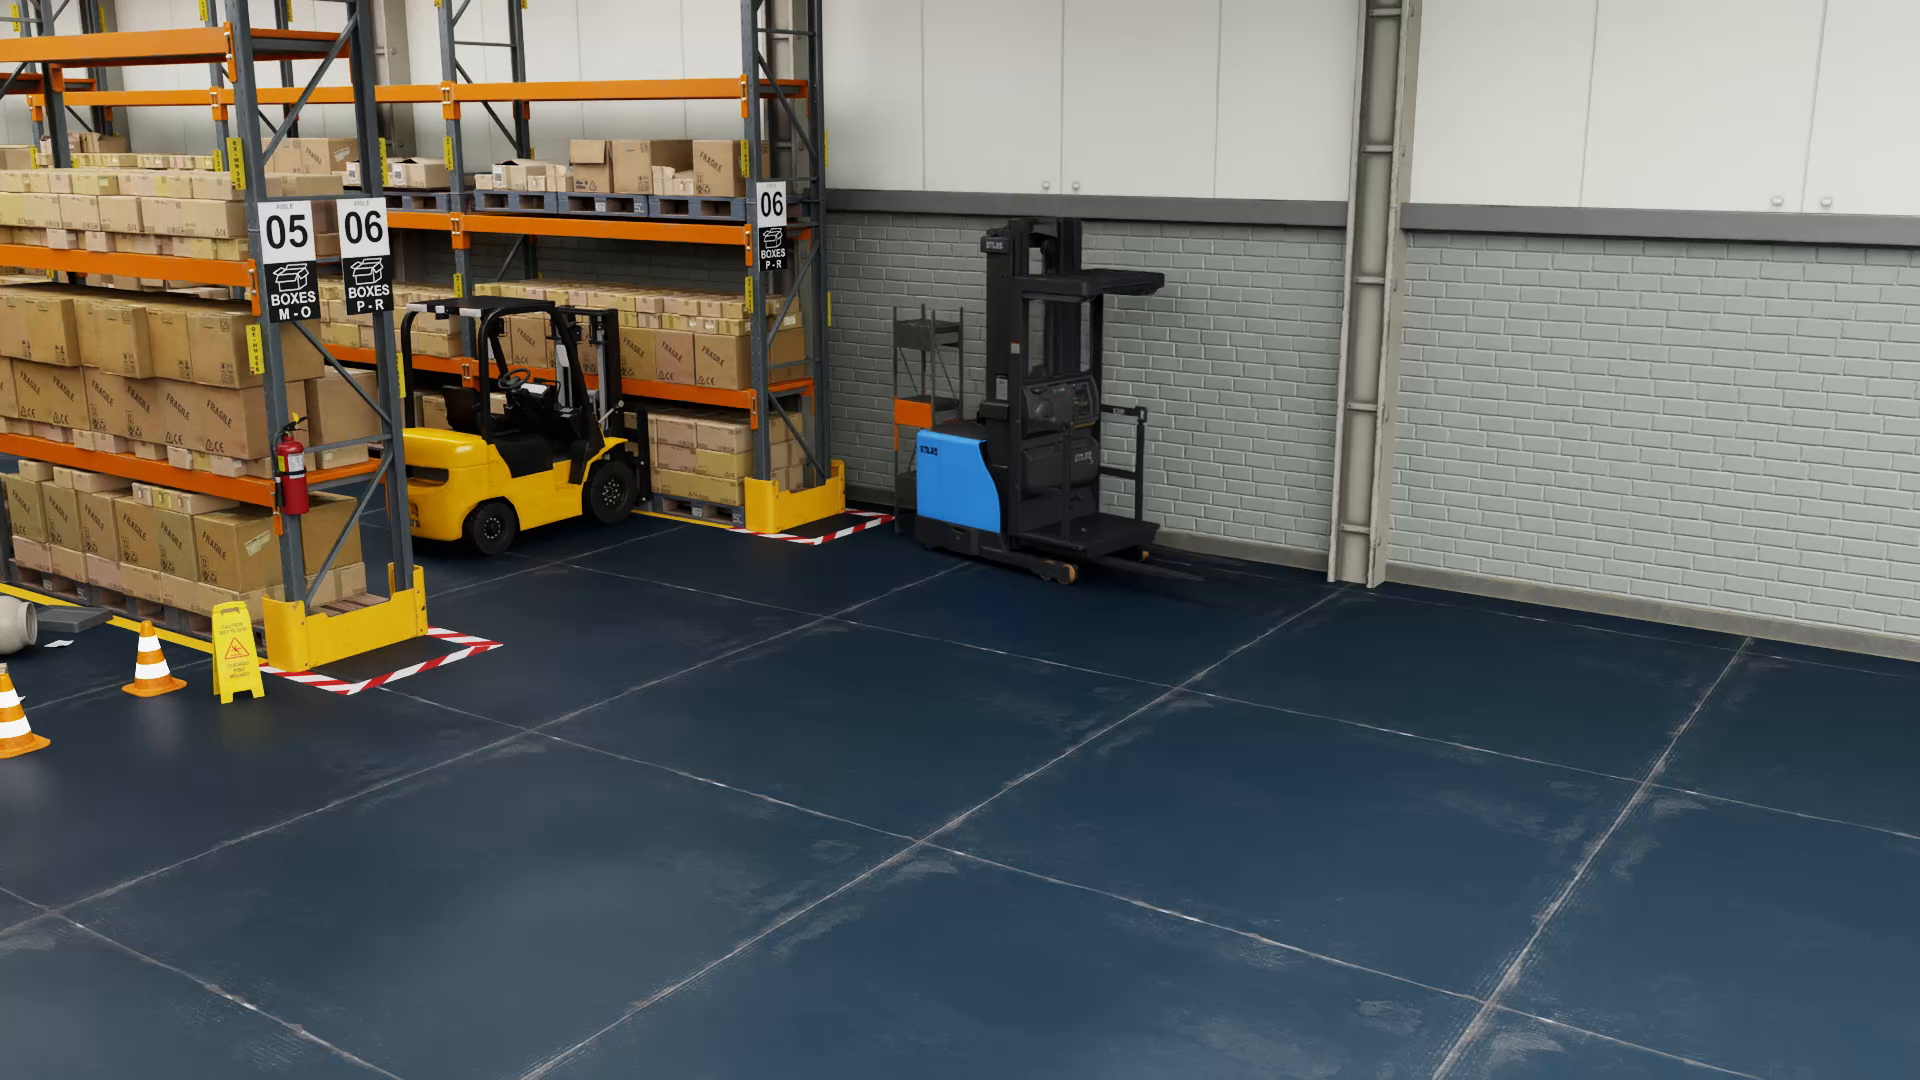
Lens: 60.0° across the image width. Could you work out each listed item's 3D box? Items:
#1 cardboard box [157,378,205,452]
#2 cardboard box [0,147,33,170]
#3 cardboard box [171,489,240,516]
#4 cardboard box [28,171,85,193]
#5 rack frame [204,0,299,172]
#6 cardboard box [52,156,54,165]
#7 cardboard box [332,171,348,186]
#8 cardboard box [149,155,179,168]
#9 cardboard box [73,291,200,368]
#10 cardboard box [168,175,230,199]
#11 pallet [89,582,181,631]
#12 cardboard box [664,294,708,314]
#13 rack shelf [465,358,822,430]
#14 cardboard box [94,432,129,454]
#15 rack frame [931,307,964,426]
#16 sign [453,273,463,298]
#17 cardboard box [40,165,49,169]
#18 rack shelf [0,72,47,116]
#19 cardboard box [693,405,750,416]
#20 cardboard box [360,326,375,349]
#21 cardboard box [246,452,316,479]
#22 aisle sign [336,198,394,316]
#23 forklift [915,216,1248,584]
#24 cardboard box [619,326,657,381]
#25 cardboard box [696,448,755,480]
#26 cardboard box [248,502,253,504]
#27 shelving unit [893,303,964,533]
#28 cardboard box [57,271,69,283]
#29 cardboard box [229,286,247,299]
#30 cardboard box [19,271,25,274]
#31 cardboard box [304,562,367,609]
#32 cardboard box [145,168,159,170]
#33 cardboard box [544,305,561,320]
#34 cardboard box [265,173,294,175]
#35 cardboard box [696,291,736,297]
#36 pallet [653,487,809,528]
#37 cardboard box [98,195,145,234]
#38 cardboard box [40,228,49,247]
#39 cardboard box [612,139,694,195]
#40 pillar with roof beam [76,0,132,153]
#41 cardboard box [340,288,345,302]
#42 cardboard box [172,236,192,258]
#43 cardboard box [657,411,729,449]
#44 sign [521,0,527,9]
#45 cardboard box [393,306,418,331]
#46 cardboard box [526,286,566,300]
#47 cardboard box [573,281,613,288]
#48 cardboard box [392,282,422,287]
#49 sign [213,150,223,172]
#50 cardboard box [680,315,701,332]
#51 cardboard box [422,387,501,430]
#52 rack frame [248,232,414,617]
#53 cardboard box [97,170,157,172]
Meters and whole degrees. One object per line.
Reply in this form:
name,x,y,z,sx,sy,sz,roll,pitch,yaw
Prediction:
cardboard box,-5.377,-0.939,11.973,0.500,0.500,0.500,9,17,33
cardboard box,-8.360,-3.249,14.289,0.500,0.250,0.500,9,16,32
cardboard box,-5.513,-0.299,12.154,0.250,0.149,0.380,10,17,34
cardboard box,-6.717,-2.680,12.456,0.250,0.149,0.380,9,16,31
rack frame,-8.231,-5.635,19.287,0.127,3.000,1.000,9,17,33
cardboard box,-11.286,-4.841,21.144,0.250,0.149,0.380,10,17,34
cardboard box,-6.634,-3.963,18.217,0.250,0.149,0.380,9,16,32
cardboard box,-9.548,-4.572,20.098,0.250,0.149,0.380,9,16,32
cardboard box,-6.139,-1.575,12.462,0.500,0.500,0.700,9,17,32
cardboard box,-5.220,-2.440,11.487,0.250,0.149,0.380,9,16,32
pallet,-6.086,0.404,13.180,1.213,0.211,1.003,9,17,33
cardboard box,-2.627,-2.269,15.996,0.250,0.149,0.380,9,17,33
rack shelf,-3.253,-1.569,16.844,4.000,0.370,1.077,9,17,33
cardboard box,-6.316,-0.767,12.627,0.250,0.149,0.380,9,17,33
rack frame,-0.111,-1.042,15.090,0.015,2.100,0.400,13,19,42
sign,-5.207,-2.601,17.269,0.005,0.325,0.100,9,17,33
cardboard box,-11.525,-4.727,21.300,0.250,0.149,0.380,9,17,34
rack shelf,-9.339,-3.833,14.338,4.000,0.370,1.077,9,17,33
cardboard box,-2.303,-1.173,16.514,0.500,0.250,0.500,9,17,33
cardboard box,-6.292,-2.268,18.483,0.500,0.250,0.500,9,17,33
cardboard box,-4.790,-0.546,11.734,0.250,0.149,0.380,10,17,35
aisle sign,-4.136,-1.975,11.577,0.004,0.787,0.394,9,17,33
forklift,1.014,-1.196,13.984,3.031,2.935,1.130,13,19,42
cardboard box,-2.999,-1.852,16.283,0.500,0.500,0.500,9,16,32
cardboard box,-2.172,-0.765,15.905,0.500,0.250,0.500,9,16,32
cardboard box,-5.332,-0.129,12.815,0.500,0.500,0.500,8,16,31
shelving unit,-0.288,-1.082,15.253,0.503,2.100,0.431,13,19,42
cardboard box,-11.274,-3.402,21.670,0.500,0.500,0.700,10,17,34
cardboard box,-8.571,-3.076,20.350,0.500,0.500,0.500,10,17,35
cardboard box,-13.071,-3.652,23.453,0.500,0.250,0.500,9,17,33
cardboard box,-4.875,0.308,12.613,0.500,0.250,0.500,9,17,32
cardboard box,-9.713,-4.477,20.334,0.250,0.149,0.380,10,17,34
cardboard box,-3.967,-2.308,16.772,0.250,0.149,0.380,9,17,32
cardboard box,-4.932,-2.546,11.913,0.250,0.149,0.380,9,17,33
cardboard box,-2.375,-2.356,16.349,0.250,0.149,0.380,9,17,33
pallet,-2.251,-0.391,16.389,1.213,0.211,1.003,9,17,33
cardboard box,-5.785,-2.339,11.906,0.500,0.250,0.500,10,17,34
cardboard box,-6.703,-2.303,12.590,0.250,0.149,0.380,9,16,31
cardboard box,-2.891,-3.575,15.918,0.500,0.500,0.700,9,17,33
pillar with roof beam,-14.028,-5.586,19.090,0.400,9.000,9.100,9,17,33
cardboard box,-6.660,-2.737,18.507,0.250,0.149,0.380,9,16,31
cardboard box,-5.239,-2.055,11.591,0.250,0.149,0.380,10,17,34
cardboard box,-2.576,-1.072,16.104,0.500,0.250,0.500,10,17,34
sign,-4.582,-5.736,17.422,0.005,0.325,0.100,9,17,33
cardboard box,-5.893,-2.439,18.132,0.500,0.250,0.500,9,16,31
cardboard box,-4.173,-2.488,16.881,0.250,0.149,0.380,10,17,34
cardboard box,-3.824,-2.616,17.398,0.250,0.149,0.380,9,16,32
cardboard box,-6.323,-2.854,18.977,0.250,0.149,0.380,9,17,33
sign,-8.536,-4.322,19.149,0.005,0.325,0.100,9,17,33
cardboard box,-2.447,-2.080,15.850,0.250,0.149,0.380,10,17,34
cardboard box,-5.352,-1.305,18.349,0.625,0.625,0.875,10,17,35
rack frame,-4.360,-0.660,11.674,0.127,3.000,1.000,9,17,33
cardboard box,-6.422,-2.782,12.867,0.250,0.149,0.380,9,16,32
